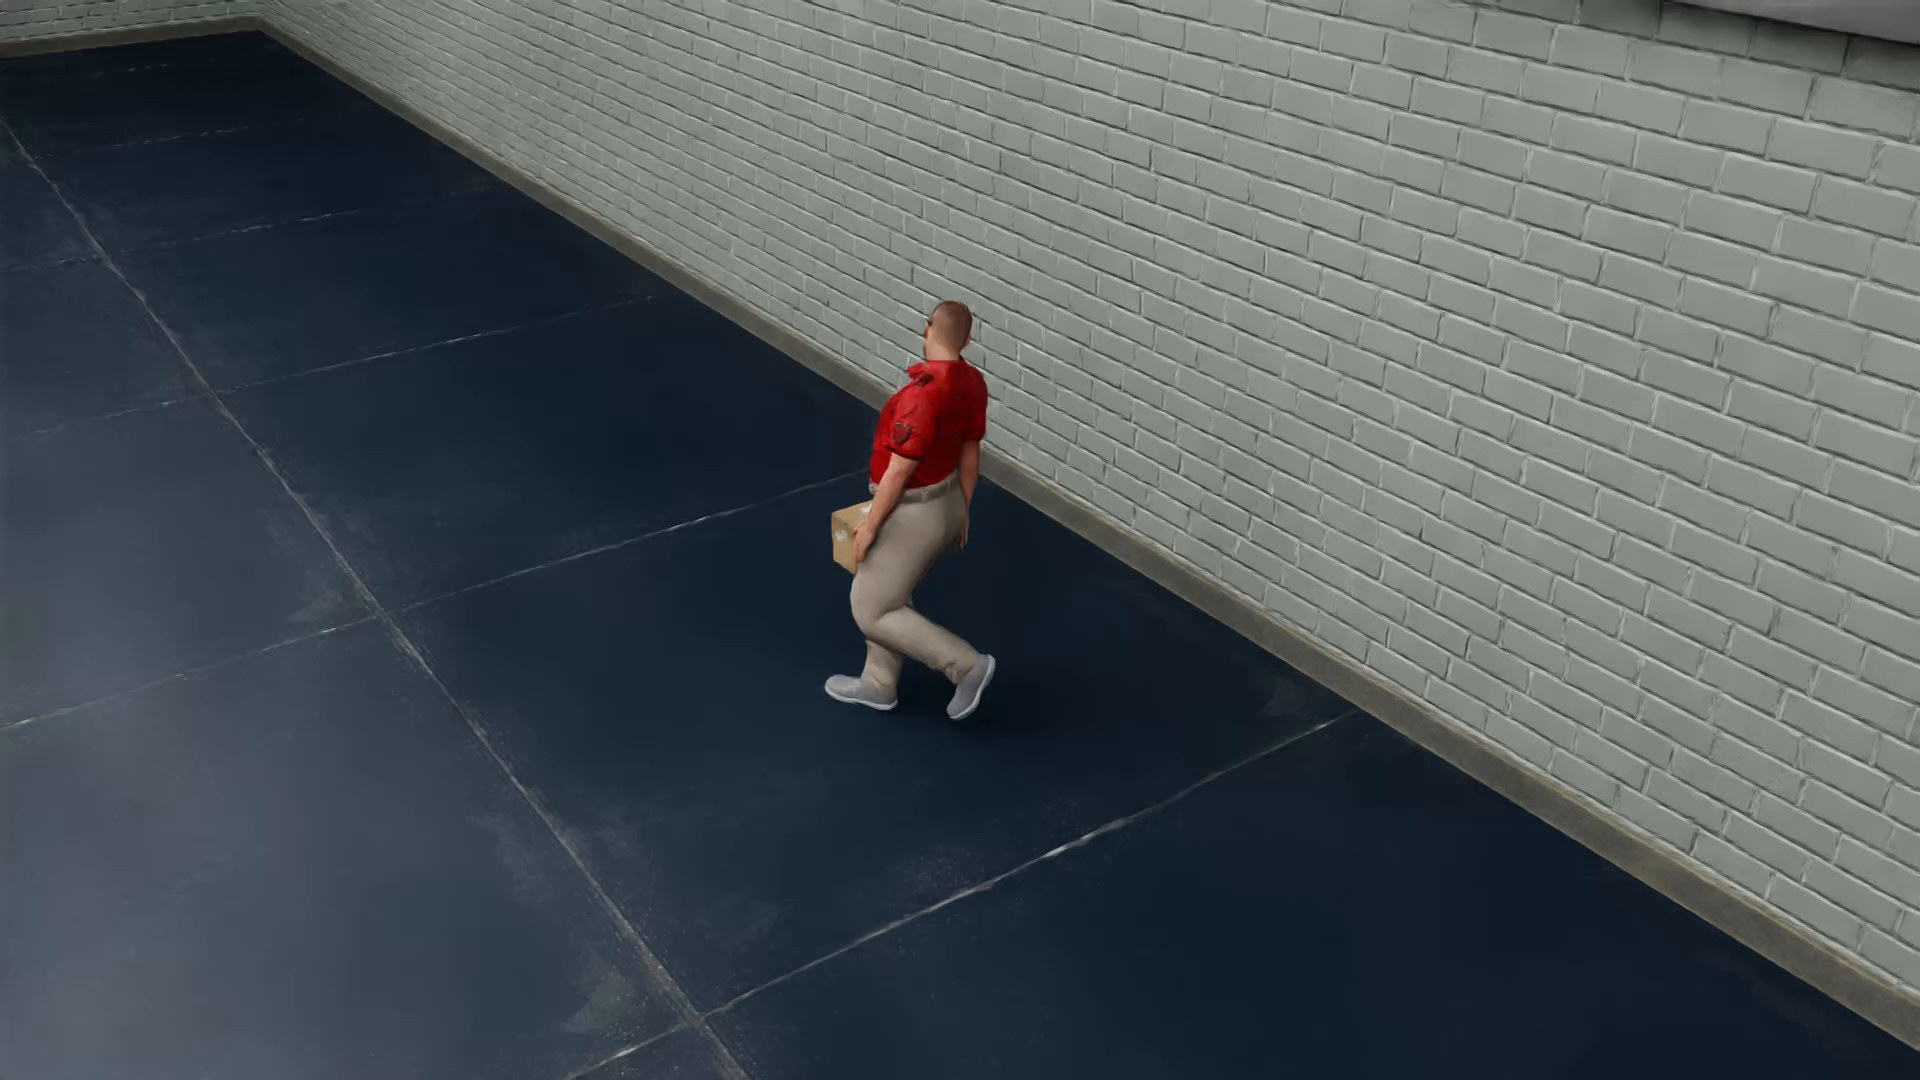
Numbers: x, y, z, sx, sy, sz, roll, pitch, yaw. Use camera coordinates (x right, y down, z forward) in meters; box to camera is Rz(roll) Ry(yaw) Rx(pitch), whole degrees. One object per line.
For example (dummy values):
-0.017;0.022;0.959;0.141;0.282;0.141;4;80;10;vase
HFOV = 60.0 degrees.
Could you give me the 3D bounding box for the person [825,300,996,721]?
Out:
-0.162;-0.062;6.373;0.758;1.605;0.609;13;31;23;person
